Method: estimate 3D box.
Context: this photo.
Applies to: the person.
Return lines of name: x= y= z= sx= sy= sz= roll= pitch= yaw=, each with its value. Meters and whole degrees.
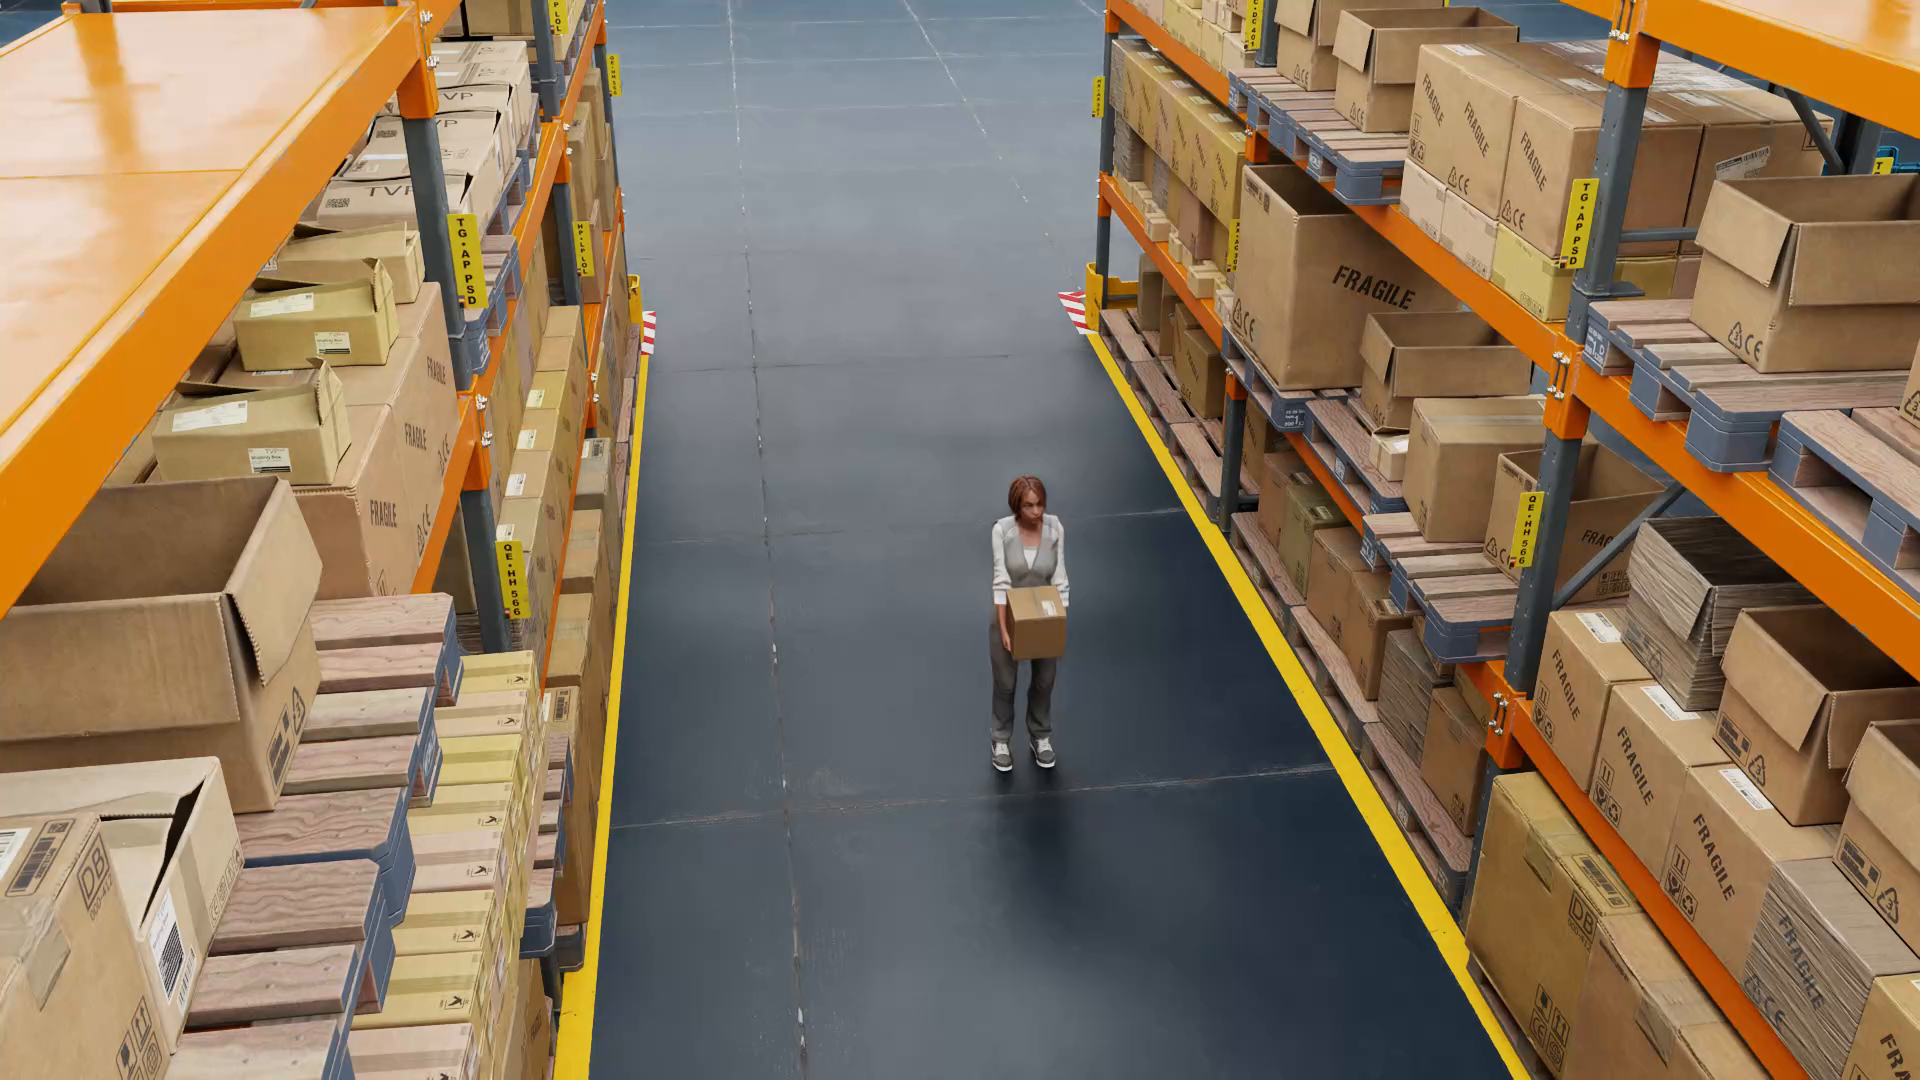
person: x=0.336 y=0.417 z=8.220 sx=0.358 sy=1.528 sz=0.496 roll=-4 pitch=28 yaw=-8
